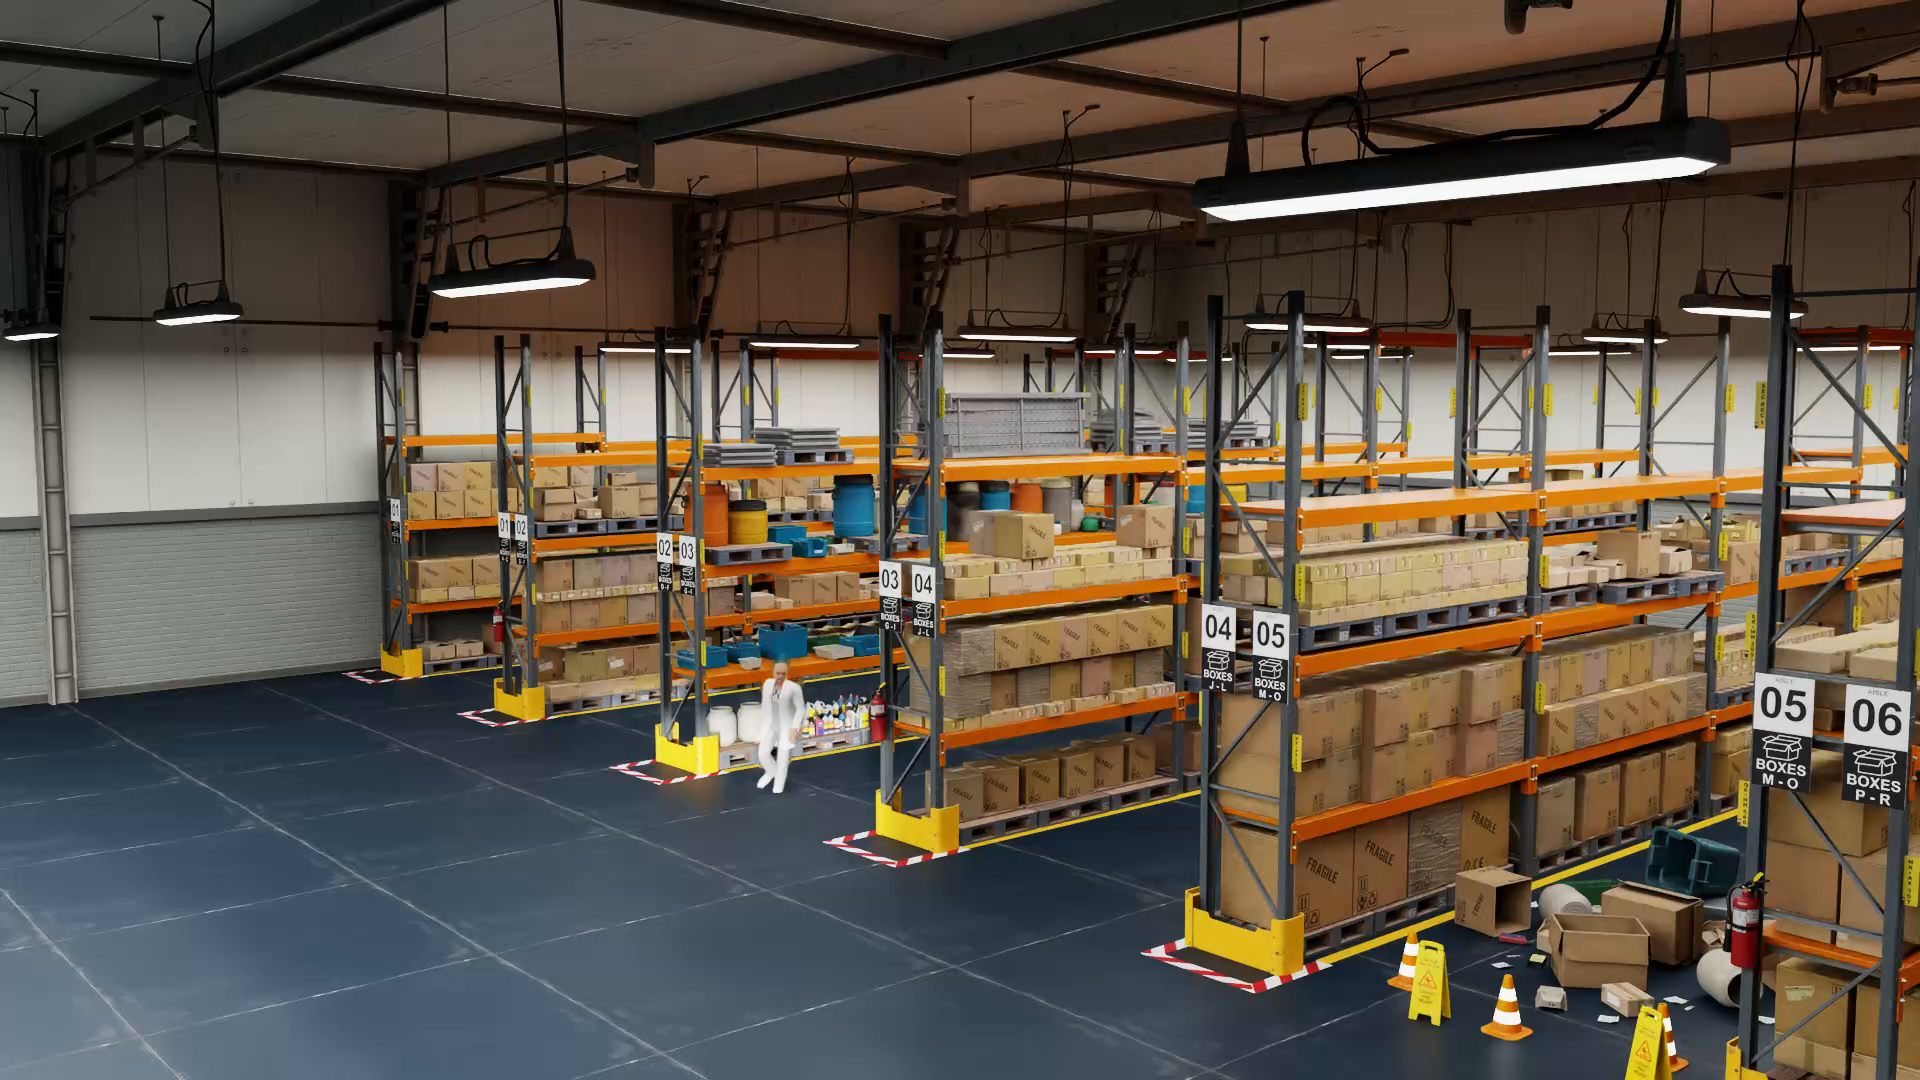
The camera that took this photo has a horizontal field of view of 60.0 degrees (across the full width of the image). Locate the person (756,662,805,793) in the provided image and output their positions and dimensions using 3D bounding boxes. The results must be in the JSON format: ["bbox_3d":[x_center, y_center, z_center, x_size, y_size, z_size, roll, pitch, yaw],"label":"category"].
[{"bbox_3d":[-2.272,2.381,21.094,0.695,1.726,0.708,1,5,11],"label":"person"}]
